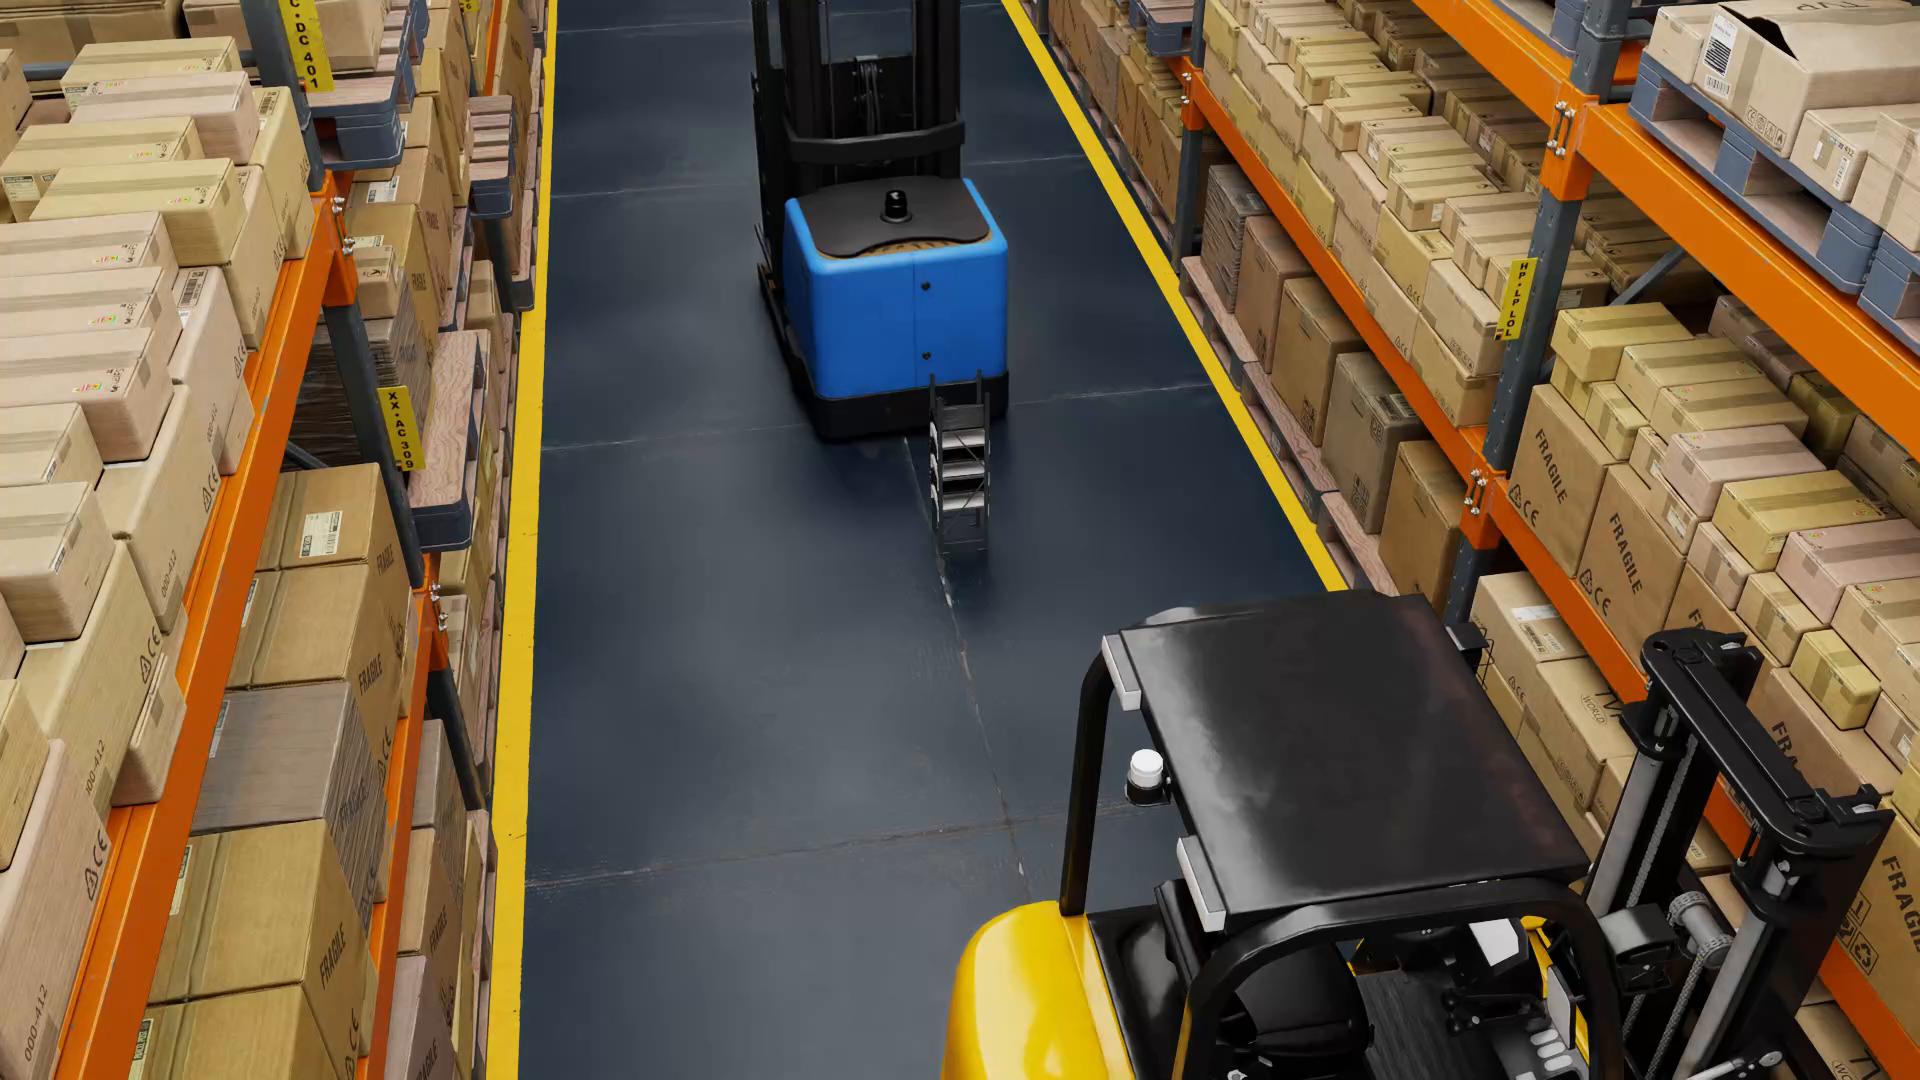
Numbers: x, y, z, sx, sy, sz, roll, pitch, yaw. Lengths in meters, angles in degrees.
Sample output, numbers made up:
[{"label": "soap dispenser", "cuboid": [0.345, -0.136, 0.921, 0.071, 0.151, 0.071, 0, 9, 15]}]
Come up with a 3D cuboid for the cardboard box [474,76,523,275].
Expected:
[{"label": "cardboard box", "cuboid": [-3.111, -2.127, 9.833, 0.875, 0.875, 0.875, -7, 38, -8]}]

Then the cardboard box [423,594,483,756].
[{"label": "cardboard box", "cuboid": [-2.464, 0.597, 6.736, 0.950, 0.372, 0.625, -6, 38, -7]}]

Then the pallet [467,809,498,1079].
[{"label": "pallet", "cuboid": [-2.217, 1.545, 5.989, 1.003, 0.211, 1.213, -6, 38, -8]}]

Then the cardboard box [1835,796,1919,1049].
[{"label": "cardboard box", "cuboid": [2.701, 0.989, 4.350, 0.500, 0.500, 0.500, -7, 38, -9]}]

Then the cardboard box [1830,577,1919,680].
[{"label": "cardboard box", "cuboid": [2.645, 0.235, 4.550, 0.380, 0.149, 0.250, -6, 38, -8]}]

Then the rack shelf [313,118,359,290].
[{"label": "rack shelf", "cuboid": [-2.721, -2.067, 6.507, 1.077, 0.370, 4.000, -6, 38, -8]}]

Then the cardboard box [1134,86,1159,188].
[{"label": "cardboard box", "cuboid": [1.452, -2.625, 10.779, 0.500, 0.500, 0.500, -7, 38, -9]}]

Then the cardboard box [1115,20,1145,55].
[{"label": "cardboard box", "cuboid": [1.274, -3.420, 11.274, 0.380, 0.149, 0.250, -8, 39, -10]}]

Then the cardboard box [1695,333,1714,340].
[{"label": "cardboard box", "cuboid": [2.825, -0.623, 5.897, 0.380, 0.149, 0.250, -6, 38, -8]}]

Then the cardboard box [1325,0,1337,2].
[{"label": "cardboard box", "cuboid": [2.071, -3.031, 8.997, 0.380, 0.149, 0.250, -5, 38, -6]}]

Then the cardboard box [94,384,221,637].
[{"label": "cardboard box", "cuboid": [-1.759, -0.043, 3.196, 0.500, 0.250, 0.500, -5, 38, -7]}]

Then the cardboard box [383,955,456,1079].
[{"label": "cardboard box", "cuboid": [-1.821, 1.609, 4.921, 0.500, 0.500, 0.500, -4, 38, -6]}]

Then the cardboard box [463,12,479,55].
[{"label": "cardboard box", "cuboid": [-2.917, -2.845, 9.082, 0.500, 0.250, 0.500, -6, 38, -8]}]

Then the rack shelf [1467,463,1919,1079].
[{"label": "rack shelf", "cuboid": [2.867, 0.998, 5.007, 1.077, 0.370, 4.000, -6, 38, -8]}]

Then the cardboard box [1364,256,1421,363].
[{"label": "cardboard box", "cuboid": [2.077, -1.014, 7.133, 0.500, 0.250, 0.500, -6, 38, -8]}]

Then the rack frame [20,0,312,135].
[{"label": "rack frame", "cuboid": [-2.370, -2.327, 3.811, 1.000, 3.000, 0.127, -6, 38, -8]}]

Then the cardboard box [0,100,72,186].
[{"label": "cardboard box", "cuboid": [-2.562, -0.906, 4.306, 0.500, 0.250, 0.500, -7, 38, -9]}]

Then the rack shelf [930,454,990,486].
[{"label": "rack shelf", "cuboid": [-0.001, -0.334, 7.901, 0.258, 0.077, 0.200, -6, 38, -8]}]

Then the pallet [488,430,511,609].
[{"label": "pallet", "cuboid": [-2.725, -0.066, 8.062, 1.003, 0.211, 1.213, -6, 38, -8]}]

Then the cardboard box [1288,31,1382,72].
[{"label": "cardboard box", "cuboid": [1.831, -2.363, 8.137, 0.380, 0.149, 0.250, -6, 38, -7]}]

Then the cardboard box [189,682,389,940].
[{"label": "cardboard box", "cuboid": [-1.855, 0.750, 4.416, 0.500, 0.500, 0.500, -5, 38, -7]}]

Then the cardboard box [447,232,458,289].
[{"label": "cardboard box", "cuboid": [-2.357, -1.183, 7.090, 0.380, 0.149, 0.250, -5, 38, -6]}]

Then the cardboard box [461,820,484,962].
[{"label": "cardboard box", "cuboid": [-2.002, 1.290, 5.943, 0.500, 0.250, 0.500, -5, 38, -6]}]

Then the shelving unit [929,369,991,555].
[{"label": "shelving unit", "cuboid": [-0.001, -0.360, 7.880, 0.258, 0.900, 0.210, -6, 38, -8]}]

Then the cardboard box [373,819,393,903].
[{"label": "cardboard box", "cuboid": [-1.832, 0.916, 4.731, 0.380, 0.149, 0.250, -7, 38, -9]}]

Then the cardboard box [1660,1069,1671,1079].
[{"label": "cardboard box", "cuboid": [2.554, 1.676, 5.447, 0.500, 0.250, 0.500, -5, 38, -7]}]

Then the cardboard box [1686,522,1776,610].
[{"label": "cardboard box", "cuboid": [2.448, 0.057, 5.021, 0.380, 0.149, 0.250, -7, 38, -8]}]

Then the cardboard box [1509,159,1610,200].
[{"label": "cardboard box", "cuboid": [2.562, -1.496, 7.020, 0.380, 0.149, 0.250, -7, 38, -8]}]

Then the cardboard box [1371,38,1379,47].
[{"label": "cardboard box", "cuboid": [2.259, -2.498, 8.636, 0.500, 0.250, 0.500, -6, 38, -8]}]

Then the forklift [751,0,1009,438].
[{"label": "forklift", "cuboid": [-0.601, -2.600, 9.107, 1.130, 2.935, 3.031, -9, 39, -11]}]

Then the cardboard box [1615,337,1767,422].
[{"label": "cardboard box", "cuboid": [2.432, -0.537, 5.543, 0.380, 0.149, 0.250, -6, 38, -7]}]

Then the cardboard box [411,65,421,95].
[{"label": "cardboard box", "cuboid": [-2.507, -1.995, 7.078, 0.380, 0.149, 0.250, -8, 39, -10]}]

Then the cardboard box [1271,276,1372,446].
[{"label": "cardboard box", "cuboid": [2.151, -0.960, 8.534, 0.875, 0.625, 0.625, -8, 39, -10]}]

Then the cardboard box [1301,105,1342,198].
[{"label": "cardboard box", "cuboid": [1.927, -1.828, 7.772, 0.500, 0.250, 0.500, -6, 38, -7]}]

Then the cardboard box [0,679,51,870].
[{"label": "cardboard box", "cuboid": [-1.544, 0.353, 2.360, 0.380, 0.149, 0.250, -6, 38, -8]}]

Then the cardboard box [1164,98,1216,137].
[{"label": "cardboard box", "cuboid": [1.479, -2.616, 10.239, 0.380, 0.149, 0.250, -8, 39, -10]}]

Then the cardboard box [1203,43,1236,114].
[{"label": "cardboard box", "cuboid": [1.652, -2.557, 9.118, 0.500, 0.250, 0.500, -6, 38, -8]}]

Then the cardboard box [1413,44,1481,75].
[{"label": "cardboard box", "cuboid": [2.419, -2.274, 8.021, 0.380, 0.149, 0.250, -7, 38, -9]}]

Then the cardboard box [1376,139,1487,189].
[{"label": "cardboard box", "cuboid": [2.023, -1.589, 7.141, 0.380, 0.149, 0.250, -7, 38, -9]}]

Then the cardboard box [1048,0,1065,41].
[{"label": "cardboard box", "cuboid": [0.977, -4.189, 12.792, 0.500, 0.500, 0.500, -5, 38, -6]}]

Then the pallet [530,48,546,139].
[{"label": "pallet", "cuboid": [-3.563, -3.231, 12.137, 1.003, 0.211, 1.213, -6, 38, -8]}]

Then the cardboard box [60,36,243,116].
[{"label": "cardboard box", "cuboid": [-2.099, -1.191, 4.347, 0.380, 0.149, 0.250, -5, 38, -7]}]

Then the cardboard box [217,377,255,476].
[{"label": "cardboard box", "cuboid": [-1.848, -0.263, 3.803, 0.380, 0.149, 0.250, -5, 38, -7]}]

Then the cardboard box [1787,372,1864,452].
[{"label": "cardboard box", "cuboid": [2.932, -0.433, 5.409, 0.380, 0.149, 0.250, -7, 38, -8]}]

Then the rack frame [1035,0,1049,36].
[{"label": "rack frame", "cuboid": [1.114, -5.326, 12.561, 1.000, 3.000, 0.127, -6, 38, -8]}]

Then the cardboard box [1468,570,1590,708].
[{"label": "cardboard box", "cuboid": [2.292, 0.357, 6.330, 0.500, 0.250, 0.500, -7, 38, -9]}]

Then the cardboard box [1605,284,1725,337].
[{"label": "cardboard box", "cuboid": [2.680, -0.967, 6.664, 0.500, 0.250, 0.500, -7, 38, -9]}]

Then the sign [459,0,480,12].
[{"label": "sign", "cuboid": [-2.539, -2.864, 8.513, 0.100, 0.325, 0.005, -6, 38, -8]}]

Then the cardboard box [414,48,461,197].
[{"label": "cardboard box", "cuboid": [-2.527, -1.837, 7.403, 0.500, 0.500, 0.500, -9, 39, -11]}]

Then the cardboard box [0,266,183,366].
[{"label": "cardboard box", "cuboid": [-1.806, -0.414, 3.348, 0.380, 0.149, 0.250, -6, 38, -7]}]

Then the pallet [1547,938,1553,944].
[{"label": "pallet", "cuboid": [2.614, 1.092, 6.573, 1.003, 0.211, 1.213, -6, 38, -8]}]

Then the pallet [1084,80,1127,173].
[{"label": "pallet", "cuboid": [1.511, -2.999, 11.839, 1.003, 0.211, 1.213, -6, 38, -8]}]
